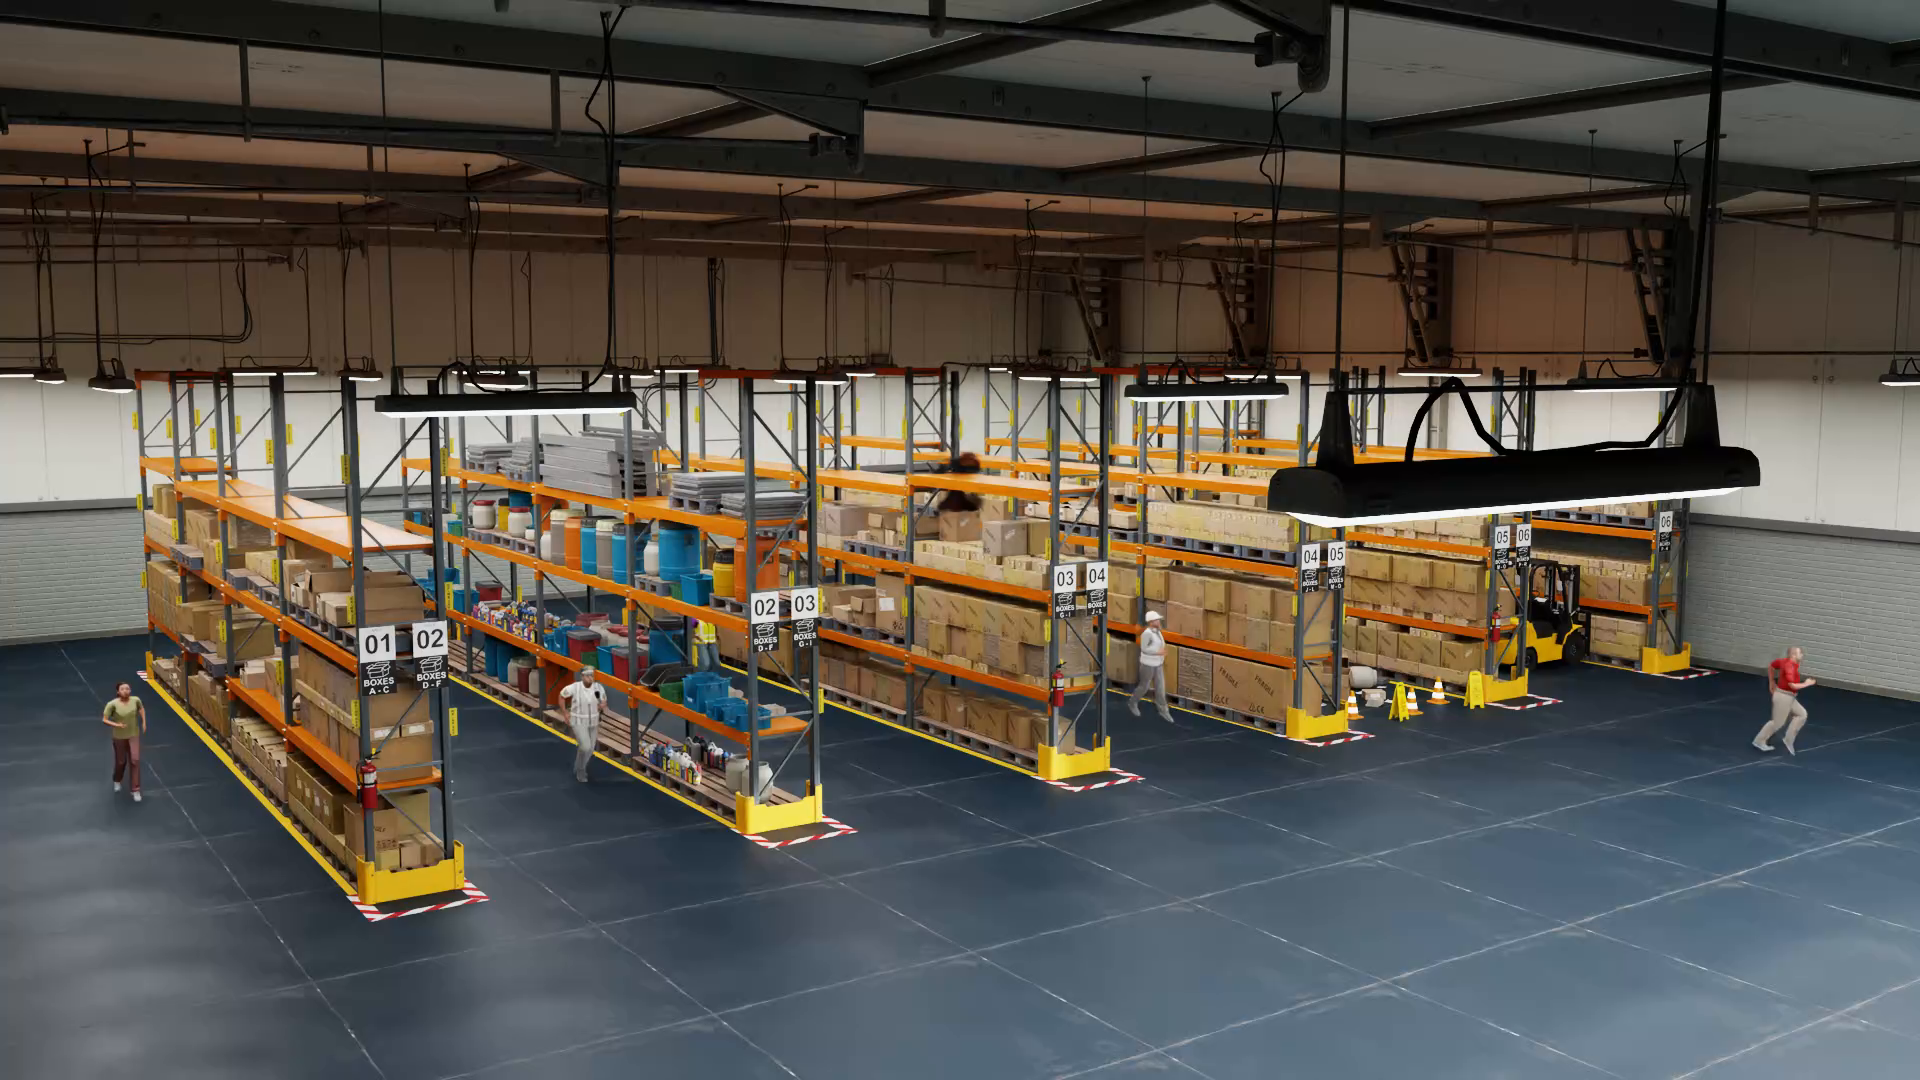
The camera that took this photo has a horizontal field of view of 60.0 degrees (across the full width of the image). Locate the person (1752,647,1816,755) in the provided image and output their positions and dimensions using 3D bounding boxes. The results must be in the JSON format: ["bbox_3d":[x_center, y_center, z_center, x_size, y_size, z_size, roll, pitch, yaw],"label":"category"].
[{"bbox_3d":[12.989,2.535,26.205,0.848,1.747,0.690,3,7,22],"label":"person"}]

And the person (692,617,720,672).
[{"bbox_3d":[-4.794,1.940,31.346,0.695,1.719,0.600,-5,8,-36],"label":"person"}]

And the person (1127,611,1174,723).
[{"bbox_3d":[3.167,2.082,27.560,0.865,1.837,0.690,4,8,34],"label":"person"}]

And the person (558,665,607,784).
[{"bbox_3d":[-5.516,2.703,24.485,0.639,1.772,0.784,-5,8,-37],"label":"person"}]

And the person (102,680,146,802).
[{"bbox_3d":[-11.887,2.828,23.691,0.593,1.696,0.856,-5,8,-40],"label":"person"}]
